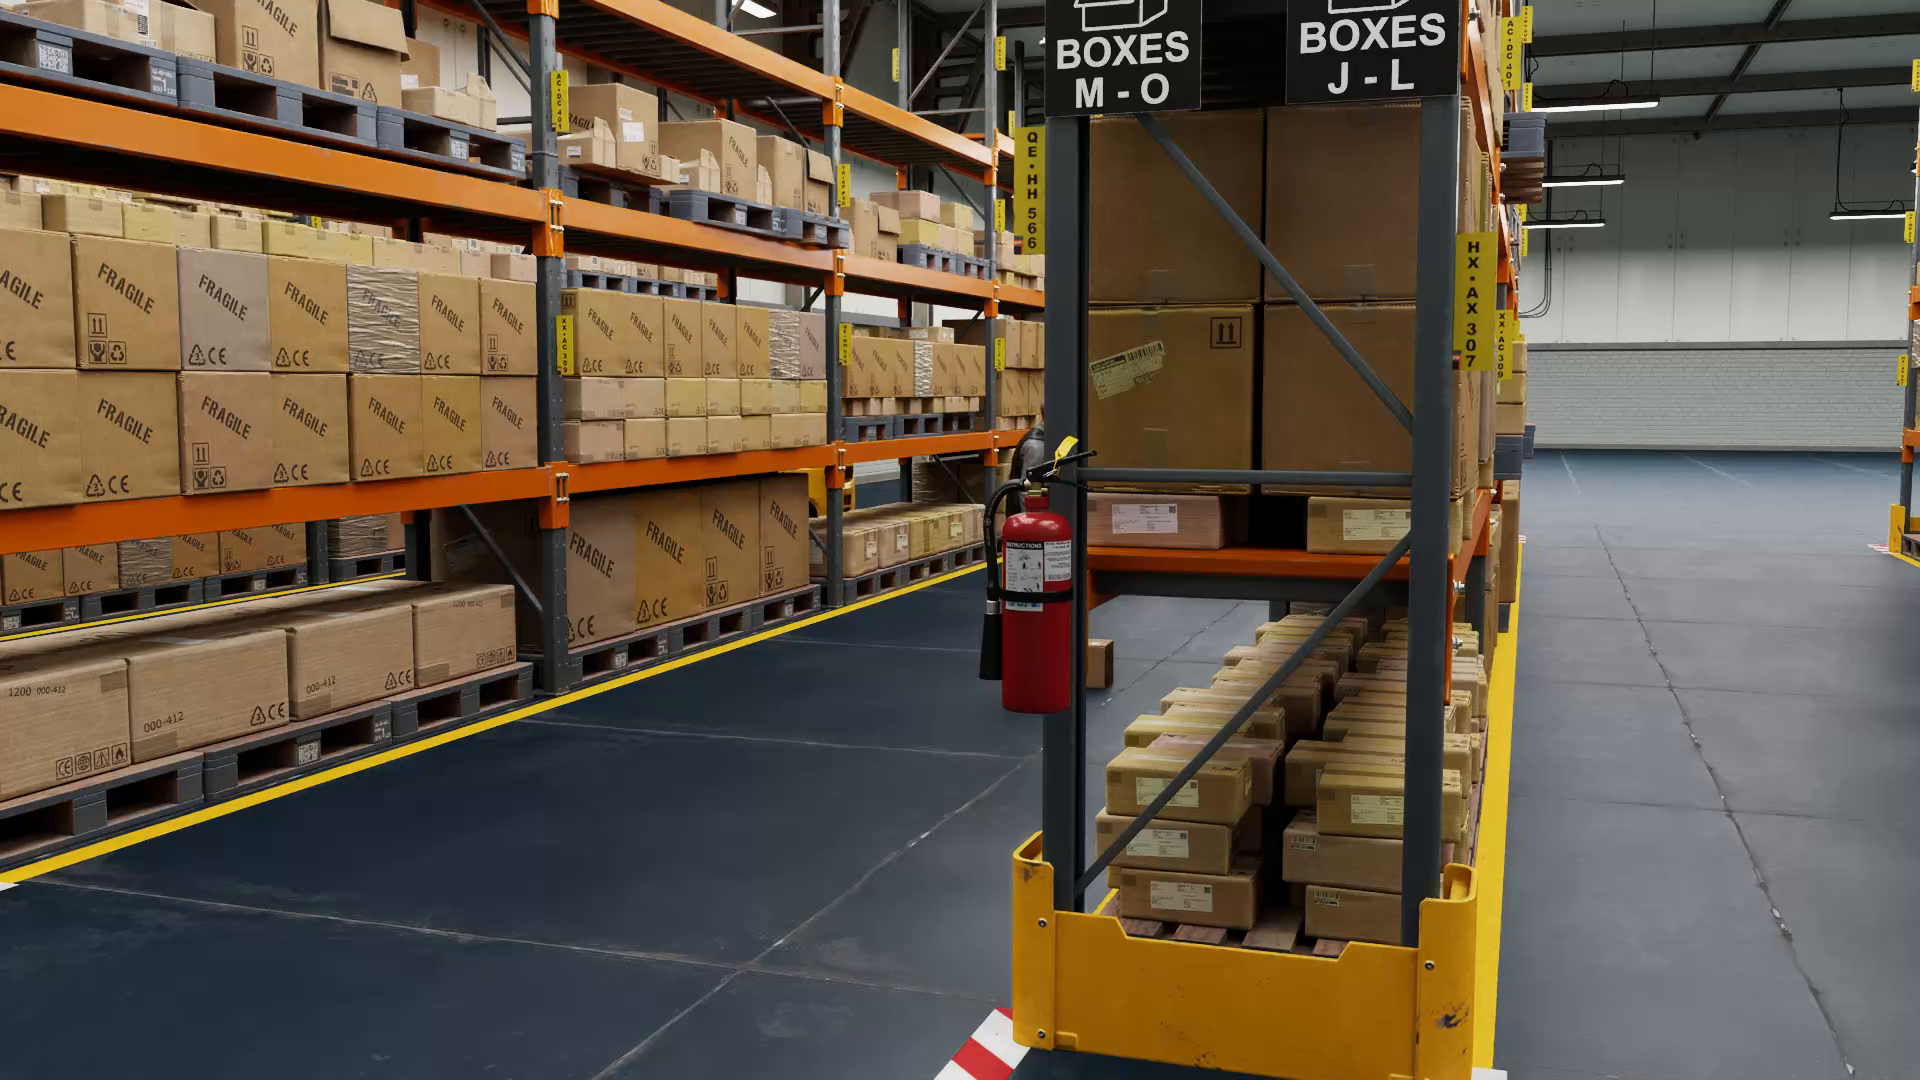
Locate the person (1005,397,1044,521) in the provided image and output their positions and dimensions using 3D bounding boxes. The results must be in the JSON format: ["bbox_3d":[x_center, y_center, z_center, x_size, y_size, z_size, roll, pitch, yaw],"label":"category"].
[{"bbox_3d":[0.482,-0.015,9.792,0.421,1.720,0.578,2,5,17],"label":"person"}]
